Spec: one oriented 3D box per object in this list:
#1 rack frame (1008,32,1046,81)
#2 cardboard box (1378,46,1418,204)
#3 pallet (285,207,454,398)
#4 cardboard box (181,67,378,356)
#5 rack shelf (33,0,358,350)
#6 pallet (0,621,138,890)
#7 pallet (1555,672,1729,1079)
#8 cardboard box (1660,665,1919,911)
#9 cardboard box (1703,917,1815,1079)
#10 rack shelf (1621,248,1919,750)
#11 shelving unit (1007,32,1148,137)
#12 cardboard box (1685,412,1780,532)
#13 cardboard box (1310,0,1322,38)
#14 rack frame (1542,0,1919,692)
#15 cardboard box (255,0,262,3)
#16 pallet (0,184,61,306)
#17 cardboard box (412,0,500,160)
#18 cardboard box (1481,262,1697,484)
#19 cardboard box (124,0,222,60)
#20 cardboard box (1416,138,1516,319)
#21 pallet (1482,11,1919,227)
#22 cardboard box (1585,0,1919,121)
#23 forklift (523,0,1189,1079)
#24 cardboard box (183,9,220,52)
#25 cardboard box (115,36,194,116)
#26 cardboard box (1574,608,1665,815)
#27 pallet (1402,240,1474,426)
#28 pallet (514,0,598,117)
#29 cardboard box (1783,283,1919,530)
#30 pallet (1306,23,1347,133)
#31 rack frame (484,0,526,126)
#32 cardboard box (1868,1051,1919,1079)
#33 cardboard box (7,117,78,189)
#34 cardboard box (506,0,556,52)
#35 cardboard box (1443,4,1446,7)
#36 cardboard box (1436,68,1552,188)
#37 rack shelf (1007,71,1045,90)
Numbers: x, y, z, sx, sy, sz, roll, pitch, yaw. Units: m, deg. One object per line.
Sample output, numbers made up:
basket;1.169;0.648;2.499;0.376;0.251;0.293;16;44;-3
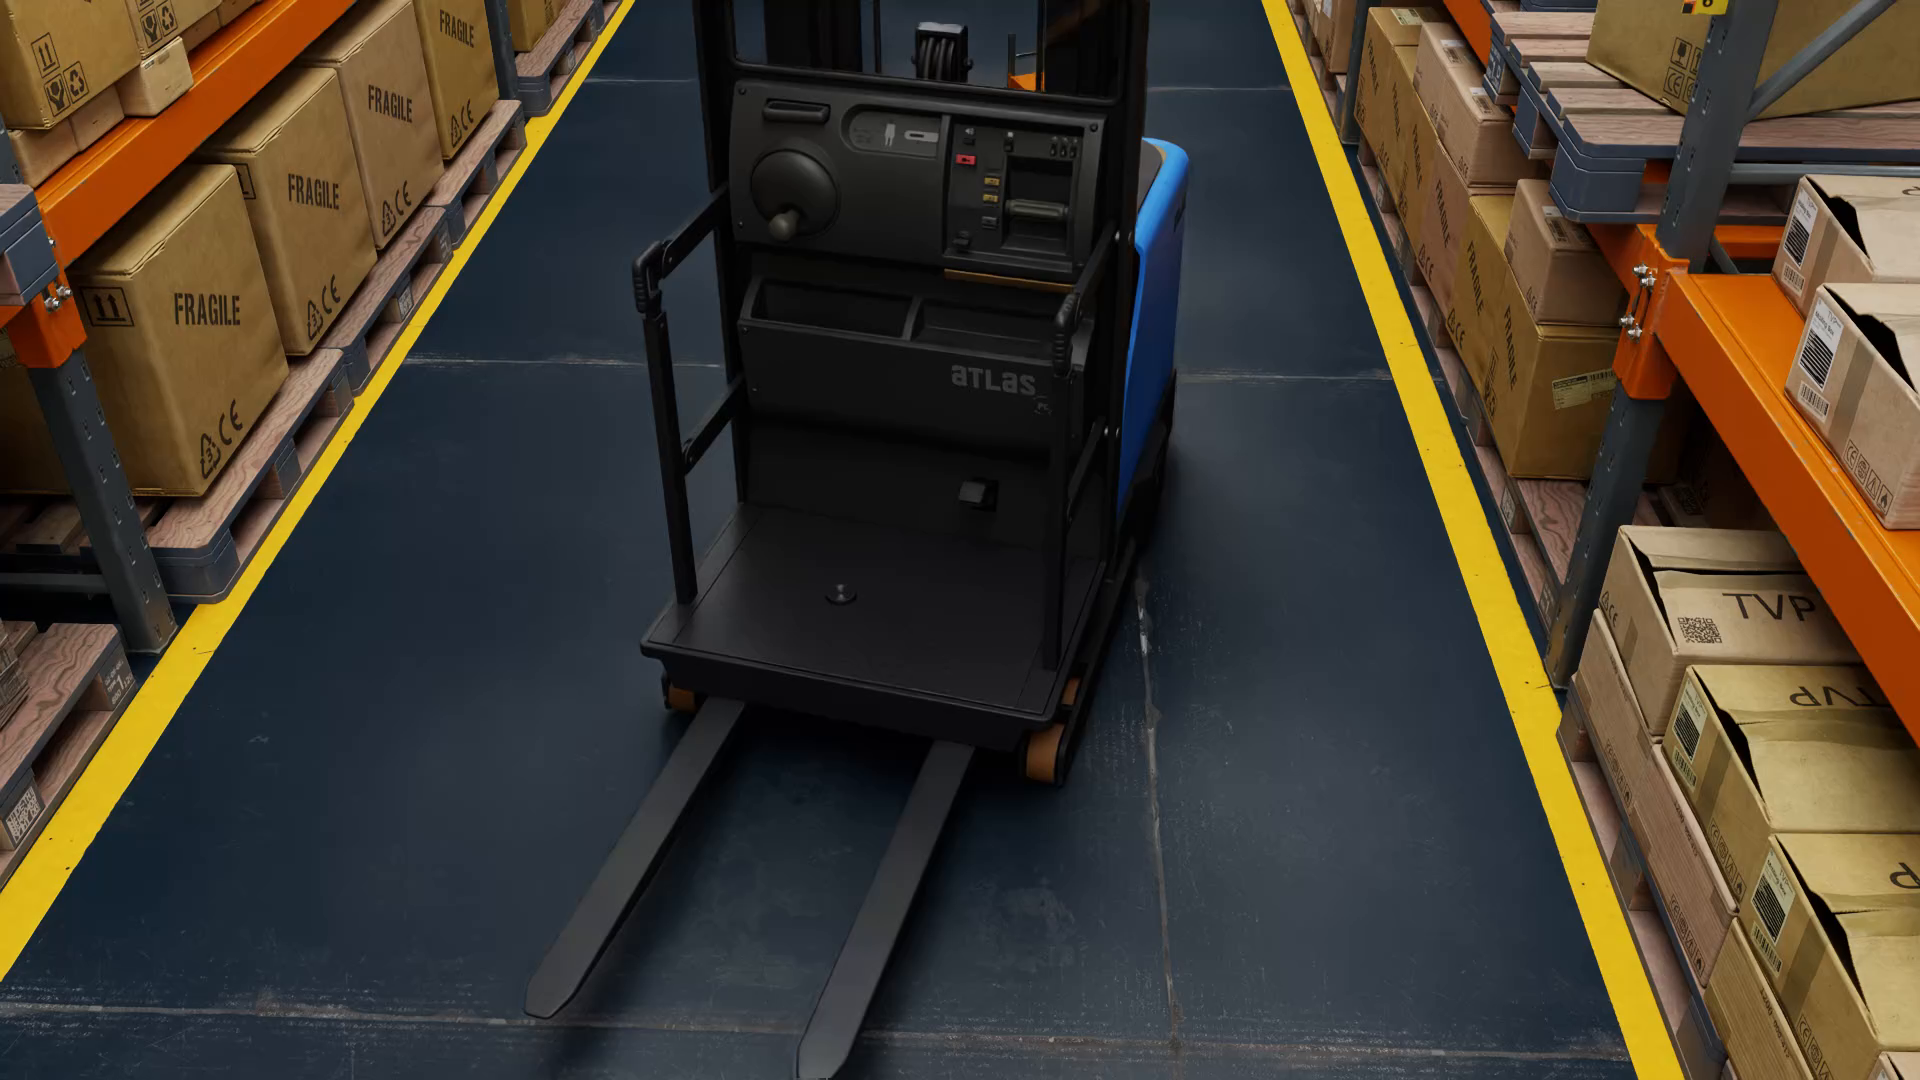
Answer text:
rack frame;0.274;-1.240;5.971;0.240;1.200;0.015;-16;38;-21
cardboard box;2.047;-1.704;6.857;0.500;0.500;0.500;2;35;3
pallet;-2.631;-0.949;6.417;1.003;0.211;1.213;1;35;2
cardboard box;-2.588;-1.154;5.788;0.750;0.750;0.750;1;35;2
rack shelf;-2.710;-1.794;5.820;1.077;0.370;4.000;1;35;2
pallet;-2.823;0.650;4.141;1.003;0.211;1.213;1;35;2
pallet;2.088;0.786;3.948;1.003;0.211;1.213;1;35;2
cardboard box;1.833;0.493;3.479;0.500;0.311;0.500;1;35;1
cardboard box;1.811;1.008;3.234;0.500;0.250;0.500;0;35;1
rack shelf;2.079;0.616;2.390;1.077;0.370;4.000;1;35;2
shelving unit;0.383;-1.114;5.792;0.258;1.200;0.503;-16;38;-21
cardboard box;2.464;-0.239;4.773;0.500;0.500;0.500;3;35;4
cardboard box;2.015;-2.690;8.565;0.380;0.149;0.250;1;35;2
rack frame;2.160;-0.827;3.818;1.000;3.000;0.127;1;35;2
cardboard box;-2.495;-1.910;5.560;0.380;0.149;0.250;2;35;2
pallet;-2.712;-0.449;3.447;1.213;0.211;1.003;1;35;2
cardboard box;-2.526;-2.153;7.210;0.750;0.750;0.750;2;35;2
cardboard box;1.963;-0.527;5.183;0.500;0.500;0.500;3;35;4
cardboard box;-2.484;-1.684;4.675;0.500;0.500;0.500;2;35;3
cardboard box;1.999;-1.126;6.035;0.500;0.500;0.500;0;35;0
pallet;2.117;-1.140;4.430;1.213;0.211;1.003;1;35;2
cardboard box;2.072;-1.404;4.187;0.700;0.500;0.500;-10;36;-14
forklift;-0.174;-0.817;3.864;1.130;2.935;3.031;9;36;13
cardboard box;-2.543;-1.621;5.148;0.380;0.149;0.250;2;35;3
cardboard box;-2.431;-1.324;4.726;0.380;0.149;0.250;2;35;3
cardboard box;1.845;0.420;4.070;0.500;0.250;0.500;1;35;2
pallet;2.279;-0.813;6.224;1.003;0.211;1.213;1;35;2
pallet;-2.521;-2.532;8.669;1.003;0.211;1.213;1;35;2
cardboard box;1.930;-0.281;3.119;0.500;0.311;0.500;1;35;1
pallet;2.349;-2.379;8.452;1.003;0.211;1.213;1;35;2
rack frame;-2.629;-3.238;7.248;1.000;3.000;0.127;1;35;2
cardboard box;1.790;1.081;2.642;0.500;0.311;0.500;1;35;1
cardboard box;-2.545;-1.029;4.306;0.380;0.149;0.250;1;35;1
cardboard box;-2.497;-2.814;8.454;0.700;0.500;0.500;2;35;2
cardboard box;2.553;-2.441;8.071;0.500;0.311;0.500;1;35;2
cardboard box;1.998;-1.454;5.850;0.500;0.250;0.500;1;35;1
rack shelf;0.383;-1.436;5.566;0.258;0.148;0.480;-16;38;-21
